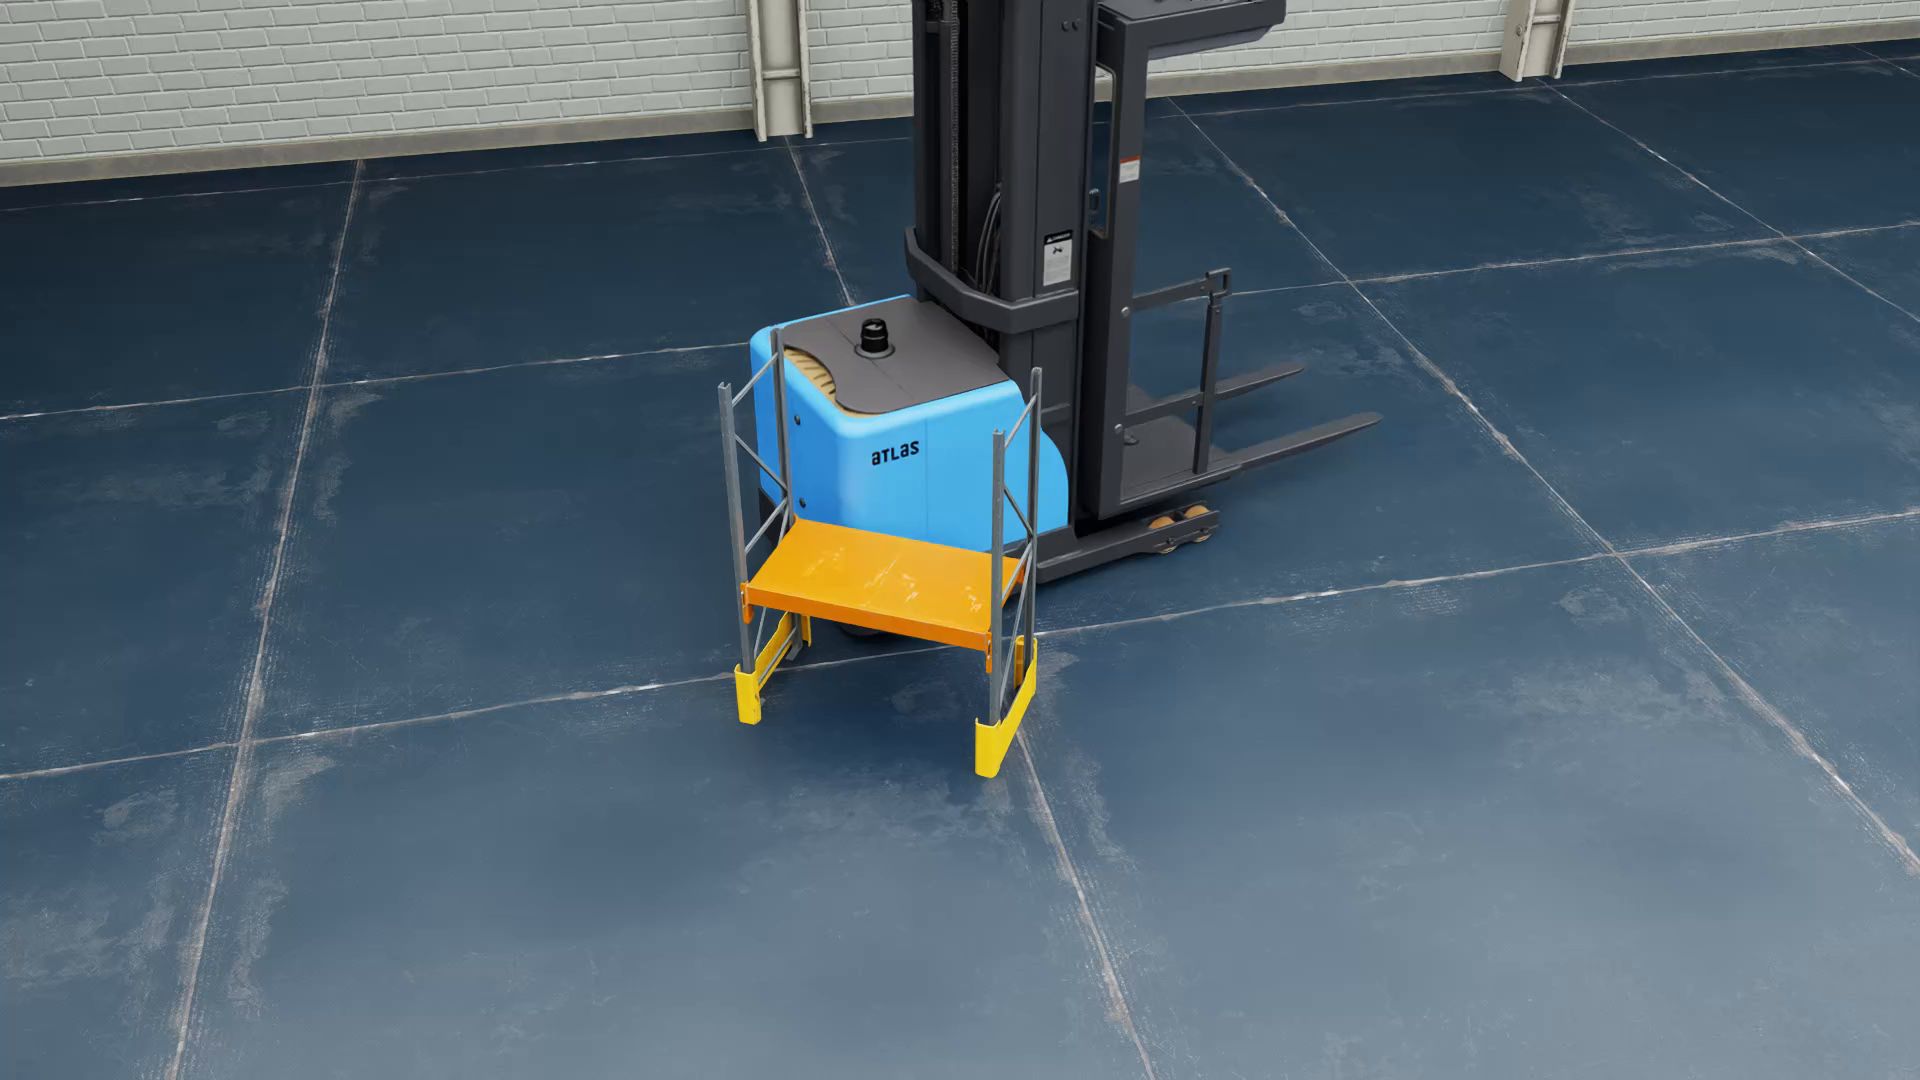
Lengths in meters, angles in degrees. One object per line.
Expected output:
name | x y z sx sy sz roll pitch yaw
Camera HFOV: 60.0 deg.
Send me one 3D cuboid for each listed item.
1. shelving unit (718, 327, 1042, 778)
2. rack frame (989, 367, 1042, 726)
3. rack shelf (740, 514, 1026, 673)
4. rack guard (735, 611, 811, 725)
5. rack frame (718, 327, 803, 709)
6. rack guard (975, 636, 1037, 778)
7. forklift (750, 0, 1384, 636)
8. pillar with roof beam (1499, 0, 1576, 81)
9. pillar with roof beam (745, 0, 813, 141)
shelving unit | -0.288 0.043 6.339 1.083 1.500 0.587 10 35 15
rack frame | 0.203 0.134 6.204 0.032 1.500 0.500 10 35 15
rack shelf | -0.279 0.194 6.437 1.000 0.185 0.538 10 35 15
rack guard | -0.760 0.475 6.818 0.087 0.250 0.587 10 35 15
rack frame | -0.762 -0.044 6.470 0.032 1.500 0.500 10 35 15
rack guard | 0.185 0.650 6.557 0.087 0.250 0.587 10 35 15
forklift | 0.620 -1.396 7.199 3.031 2.935 1.130 -17 37 -24
pillar with roof beam | 5.503 -5.133 7.323 0.400 9.000 9.100 -7 35 -11
pillar with roof beam | -0.350 -4.395 6.224 0.400 9.000 9.100 -7 35 -11
